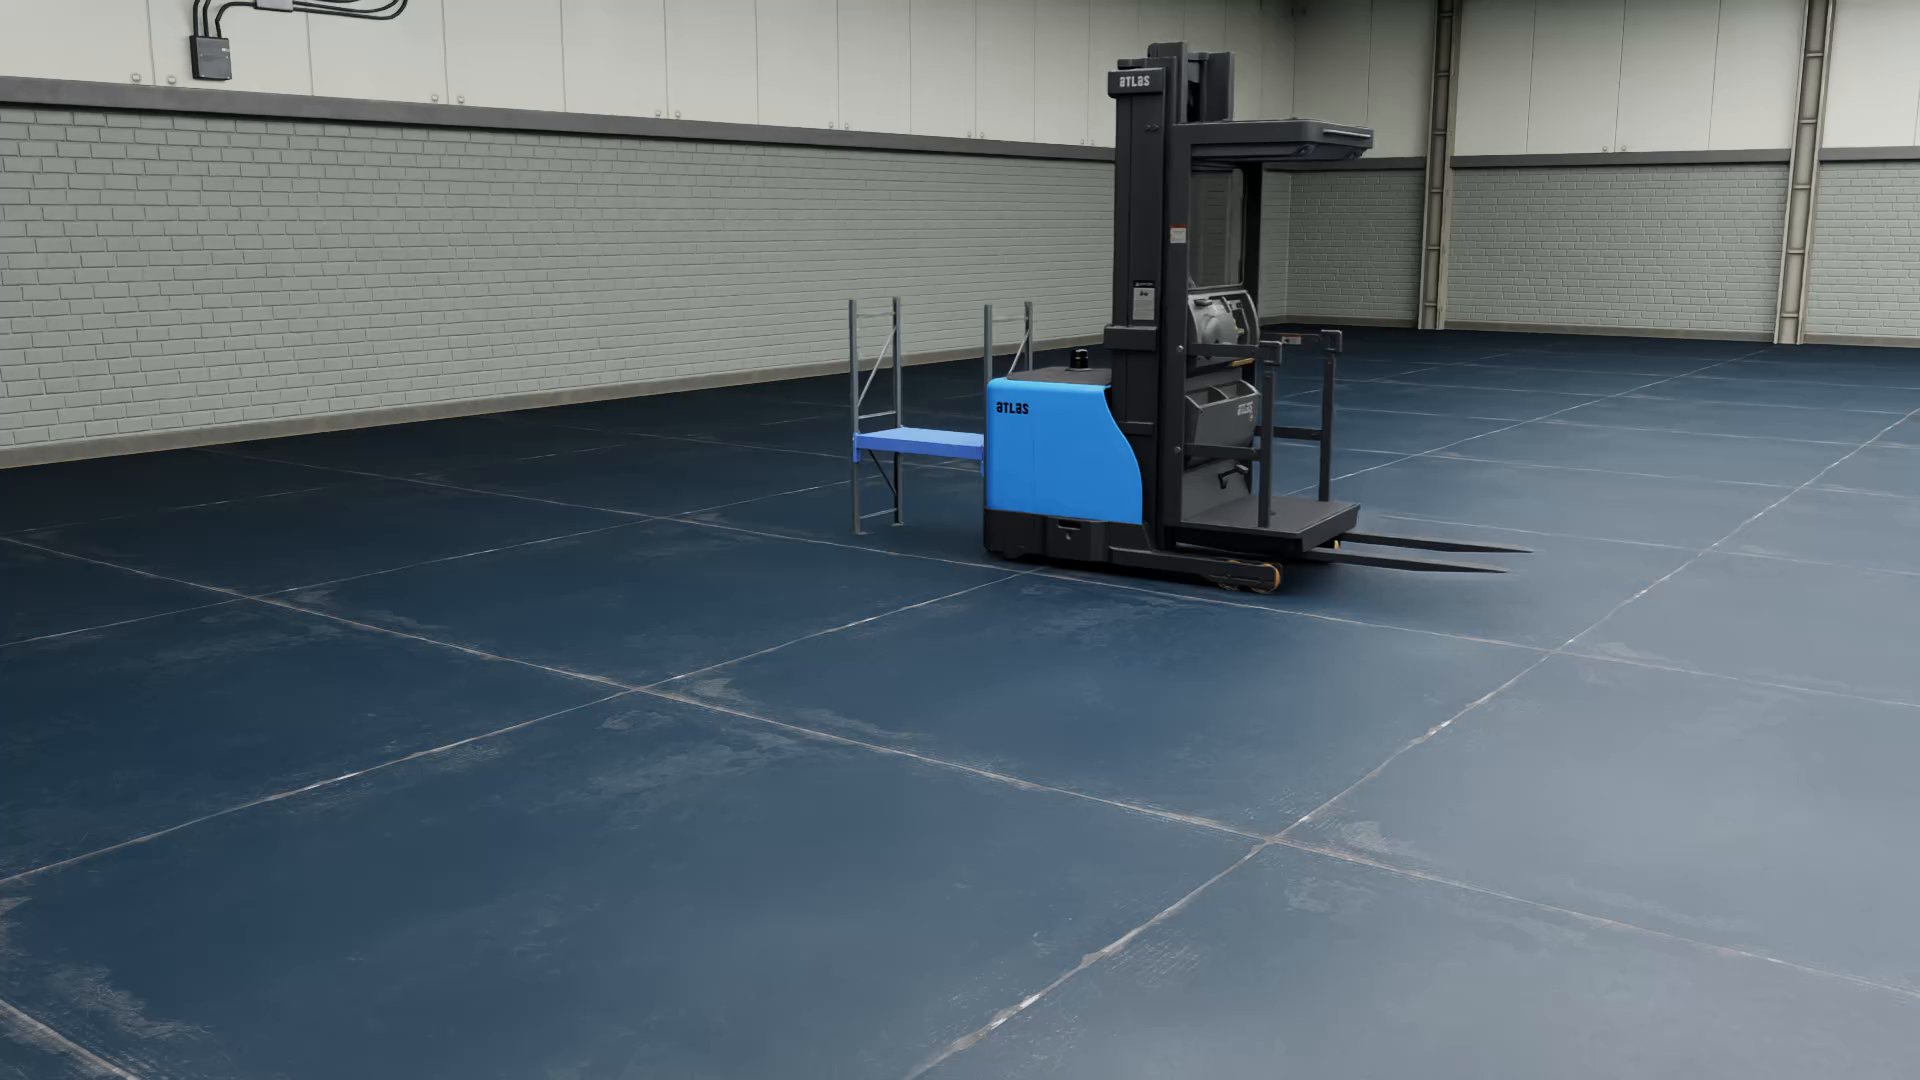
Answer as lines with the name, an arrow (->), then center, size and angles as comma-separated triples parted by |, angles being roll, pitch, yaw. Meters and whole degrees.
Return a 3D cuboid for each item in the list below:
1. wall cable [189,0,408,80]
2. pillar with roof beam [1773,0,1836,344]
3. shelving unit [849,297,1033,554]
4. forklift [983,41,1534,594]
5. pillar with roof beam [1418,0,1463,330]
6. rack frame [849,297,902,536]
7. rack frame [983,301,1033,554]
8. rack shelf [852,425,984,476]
wall cable -> -5.933, -7.134, 14.759 | 0.169, 6.003, 2.305 | 8, 13, 36
pillar with roof beam -> 10.960, -6.968, 22.854 | 0.400, 9.000, 9.100 | 8, 13, 36
shelving unit -> -0.123, -0.750, 10.456 | 1.048, 1.500, 0.538 | 7, 13, 34
forklift -> 1.669, -1.261, 9.332 | 3.031, 2.935, 1.130 | 6, 13, 30
pillar with roof beam -> 6.124, -7.642, 26.341 | 0.400, 9.000, 9.100 | 8, 13, 36
rack frame -> -0.542, -0.804, 10.739 | 0.032, 1.500, 0.500 | 7, 13, 34
rack frame -> 0.295, -0.695, 10.172 | 0.032, 1.500, 0.500 | 7, 13, 34
rack shelf -> -0.123, -0.573, 10.490 | 1.000, 0.185, 0.538 | 7, 13, 34
